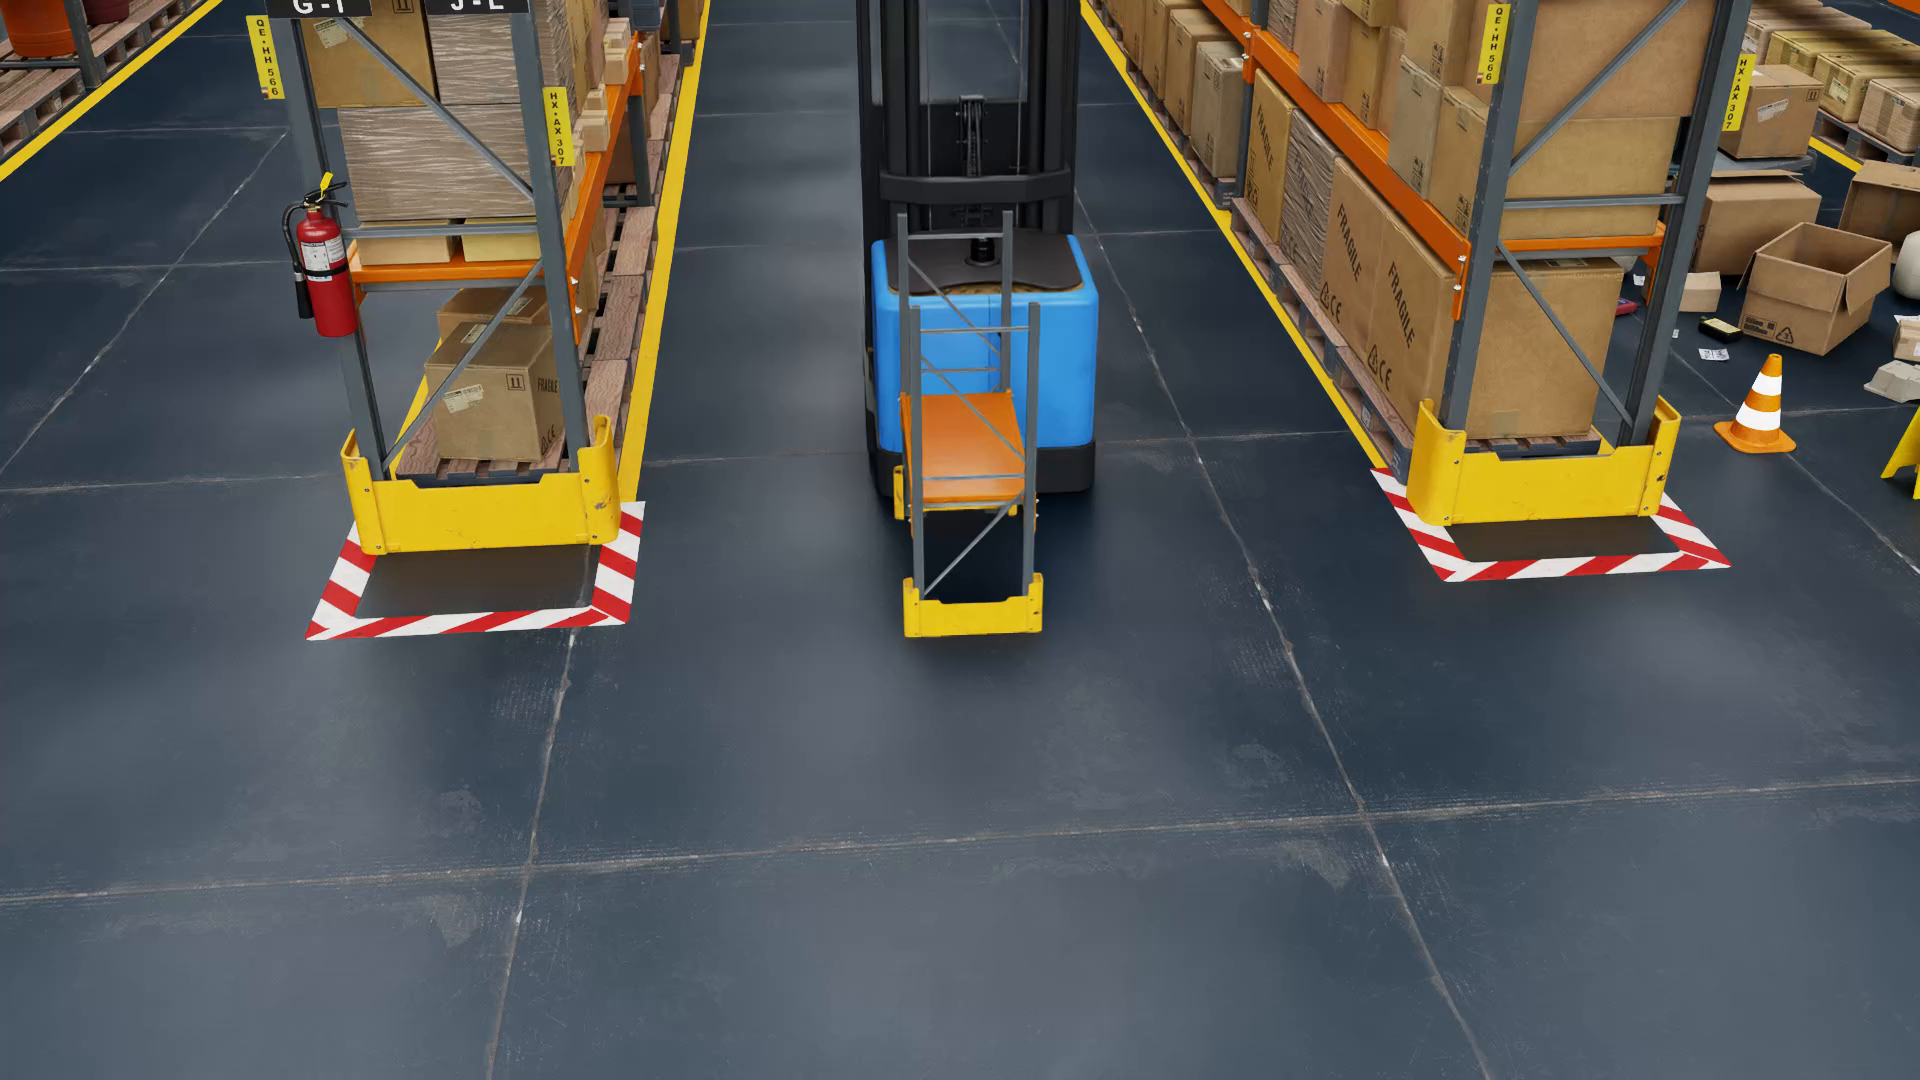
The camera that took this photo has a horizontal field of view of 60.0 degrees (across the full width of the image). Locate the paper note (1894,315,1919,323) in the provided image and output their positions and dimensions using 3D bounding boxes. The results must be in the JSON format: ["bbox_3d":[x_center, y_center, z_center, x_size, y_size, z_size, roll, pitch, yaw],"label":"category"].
[{"bbox_3d":[5.680,-1.317,9.936,0.148,0.019,0.142,8,32,13],"label":"paper note"}]

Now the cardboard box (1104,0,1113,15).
[{"bbox_3d":[1.647,-5.260,15.659,0.500,0.500,0.500,-2,31,-3],"label":"cardboard box"}]

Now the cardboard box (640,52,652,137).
[{"bbox_3d":[-2.674,-3.296,12.352,0.700,0.500,0.500,-5,31,-9],"label":"cardboard box"}]

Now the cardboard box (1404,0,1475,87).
[{"bbox_3d":[2.622,-2.475,7.770,0.875,0.550,0.550,-3,31,-5],"label":"cardboard box"}]

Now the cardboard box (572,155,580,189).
[{"bbox_3d":[-2.032,-1.726,7.960,0.380,0.149,0.250,-3,31,-5],"label":"cardboard box"}]

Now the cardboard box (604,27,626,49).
[{"bbox_3d":[-2.233,-3.004,10.099,0.380,0.149,0.250,-3,31,-5],"label":"cardboard box"}]

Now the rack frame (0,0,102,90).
[{"bbox_3d":[-7.865,-5.141,13.431,1.000,3.000,0.127,-3,31,-5],"label":"rack frame"}]

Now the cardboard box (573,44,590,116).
[{"bbox_3d":[-2.415,-2.509,8.638,0.875,0.500,0.500,-3,31,-5],"label":"cardboard box"}]

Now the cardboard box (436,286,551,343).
[{"bbox_3d":[-2.318,-1.024,8.567,0.500,0.500,0.500,5,31,8],"label":"cardboard box"}]

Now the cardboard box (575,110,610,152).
[{"bbox_3d":[-2.019,-2.113,8.608,0.380,0.149,0.250,-3,31,-5],"label":"cardboard box"}]

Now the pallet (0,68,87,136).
[{"bbox_3d":[-7.831,-3.546,13.481,1.003,0.211,1.213,-3,31,-5],"label":"pallet"}]

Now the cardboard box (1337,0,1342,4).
[{"bbox_3d":[2.469,-3.302,9.154,0.875,0.550,0.550,-3,31,-5],"label":"cardboard box"}]

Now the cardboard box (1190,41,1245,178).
[{"bbox_3d":[2.240,-3.049,11.714,1.050,0.750,0.750,-3,31,-5],"label":"cardboard box"}]

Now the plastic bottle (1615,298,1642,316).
[{"bbox_3d":[3.973,-1.409,10.050,0.283,0.061,0.133,-14,33,-22],"label":"plastic bottle"}]

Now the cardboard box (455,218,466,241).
[{"bbox_3d":[-2.441,-1.449,7.496,0.380,0.149,0.250,-3,31,-5],"label":"cardboard box"}]

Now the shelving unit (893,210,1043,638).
[{"bbox_3d":[0.018,-0.515,7.149,0.587,1.500,1.083,-2,31,-4],"label":"shelving unit"}]

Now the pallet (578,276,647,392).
[{"bbox_3d":[-2.345,-1.173,9.508,1.003,0.211,1.213,-3,31,-5],"label":"pallet"}]

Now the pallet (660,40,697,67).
[{"bbox_3d":[-2.932,-4.587,15.224,1.003,0.211,1.213,-3,31,-5],"label":"pallet"}]

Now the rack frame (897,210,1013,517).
[{"bbox_3d":[-0.020,-0.770,7.576,0.500,1.500,0.032,-2,31,-4],"label":"rack frame"}]

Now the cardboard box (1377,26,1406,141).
[{"bbox_3d":[2.681,-2.303,8.534,0.875,0.550,0.550,-3,31,-5],"label":"cardboard box"}]

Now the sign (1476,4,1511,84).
[{"bbox_3d":[2.220,-2.059,6.913,0.100,0.325,0.005,-3,31,-5],"label":"sign"}]

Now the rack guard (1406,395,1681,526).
[{"bbox_3d":[2.764,-0.394,7.922,1.175,0.500,0.348,-3,31,-5],"label":"rack guard"}]

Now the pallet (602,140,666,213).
[{"bbox_3d":[-2.634,-2.536,11.790,1.003,0.211,1.213,-3,31,-5],"label":"pallet"}]

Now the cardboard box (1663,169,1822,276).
[{"bbox_3d":[4.900,-2.007,10.488,0.797,0.637,0.503,-3,31,-5],"label":"cardboard box"}]

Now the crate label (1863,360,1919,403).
[{"bbox_3d":[5.147,-0.869,9.071,0.250,0.136,0.298,-20,36,-30],"label":"crate label"}]

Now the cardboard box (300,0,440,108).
[{"bbox_3d":[-2.484,-2.162,7.083,0.500,0.500,0.500,-3,31,-5],"label":"cardboard box"}]

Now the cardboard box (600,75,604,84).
[{"bbox_3d":[-2.180,-2.492,9.241,0.380,0.149,0.250,-3,31,-5],"label":"cardboard box"}]

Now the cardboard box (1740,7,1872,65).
[{"bbox_3d":[7.053,-4.240,14.076,0.950,0.372,0.625,-3,31,-6],"label":"cardboard box"}]

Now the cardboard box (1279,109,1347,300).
[{"bbox_3d":[2.465,-2.005,9.845,0.875,0.875,0.875,-3,31,-4],"label":"cardboard box"}]

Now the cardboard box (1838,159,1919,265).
[{"bbox_3d":[6.052,-2.126,10.820,0.500,0.500,0.500,20,36,29],"label":"cardboard box"}]

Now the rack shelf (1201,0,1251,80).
[{"bbox_3d":[2.201,-4.234,12.615,1.077,0.370,4.000,-3,31,-5],"label":"rack shelf"}]

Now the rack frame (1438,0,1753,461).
[{"bbox_3d":[2.761,-1.480,7.302,1.000,3.000,0.127,-3,31,-5],"label":"rack frame"}]

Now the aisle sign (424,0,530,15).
[{"bbox_3d":[-1.882,-2.392,6.295,0.394,0.787,0.004,-3,31,-5],"label":"aisle sign"}]

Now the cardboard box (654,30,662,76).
[{"bbox_3d":[-2.851,-4.153,13.786,0.700,0.500,0.500,-4,31,-7],"label":"cardboard box"}]

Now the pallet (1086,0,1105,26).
[{"bbox_3d":[1.832,-5.387,16.564,1.003,0.211,1.213,-3,31,-5],"label":"pallet"}]

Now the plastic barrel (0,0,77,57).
[{"bbox_3d":[-7.928,-4.638,14.297,0.600,0.830,0.708,-3,31,-5],"label":"plastic barrel"}]

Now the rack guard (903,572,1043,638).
[{"bbox_3d":[0.055,0.277,7.043,0.587,0.250,0.087,-2,31,-4],"label":"rack guard"}]

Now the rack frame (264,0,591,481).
[{"bbox_3d":[-2.186,-1.294,6.991,1.000,3.000,0.127,-3,31,-5],"label":"rack frame"}]

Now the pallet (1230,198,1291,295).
[{"bbox_3d":[2.381,-1.933,10.780,1.003,0.211,1.213,-3,31,-5],"label":"pallet"}]

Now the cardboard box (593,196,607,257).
[{"bbox_3d":[-2.501,-1.945,10.109,0.500,0.500,0.500,7,32,11],"label":"cardboard box"}]

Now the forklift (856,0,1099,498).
[{"bbox_3d":[0.021,-2.187,8.553,1.130,2.935,3.031,-2,31,-4],"label":"forklift"}]

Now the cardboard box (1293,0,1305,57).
[{"bbox_3d":[2.508,-3.119,9.900,0.875,0.550,0.550,-3,31,-5],"label":"cardboard box"}]

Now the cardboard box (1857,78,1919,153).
[{"bbox_3d":[7.255,-3.130,12.219,0.950,0.372,0.625,-2,31,-4],"label":"cardboard box"}]

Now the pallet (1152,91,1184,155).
[{"bbox_3d":[2.123,-3.339,13.135,1.003,0.211,1.213,-3,31,-5],"label":"pallet"}]

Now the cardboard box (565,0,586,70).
[{"bbox_3d":[-2.006,-2.443,7.552,0.500,0.500,0.500,-3,31,-5],"label":"cardboard box"}]

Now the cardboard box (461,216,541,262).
[{"bbox_3d":[-1.976,-1.343,7.318,0.380,0.149,0.250,-3,31,-5],"label":"cardboard box"}]

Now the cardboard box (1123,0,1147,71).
[{"bbox_3d":[1.981,-4.463,14.082,1.050,0.750,0.750,-3,31,-5],"label":"cardboard box"}]

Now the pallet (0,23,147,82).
[{"bbox_3d":[-7.980,-4.344,14.817,1.003,0.211,1.213,-3,31,-5],"label":"pallet"}]
